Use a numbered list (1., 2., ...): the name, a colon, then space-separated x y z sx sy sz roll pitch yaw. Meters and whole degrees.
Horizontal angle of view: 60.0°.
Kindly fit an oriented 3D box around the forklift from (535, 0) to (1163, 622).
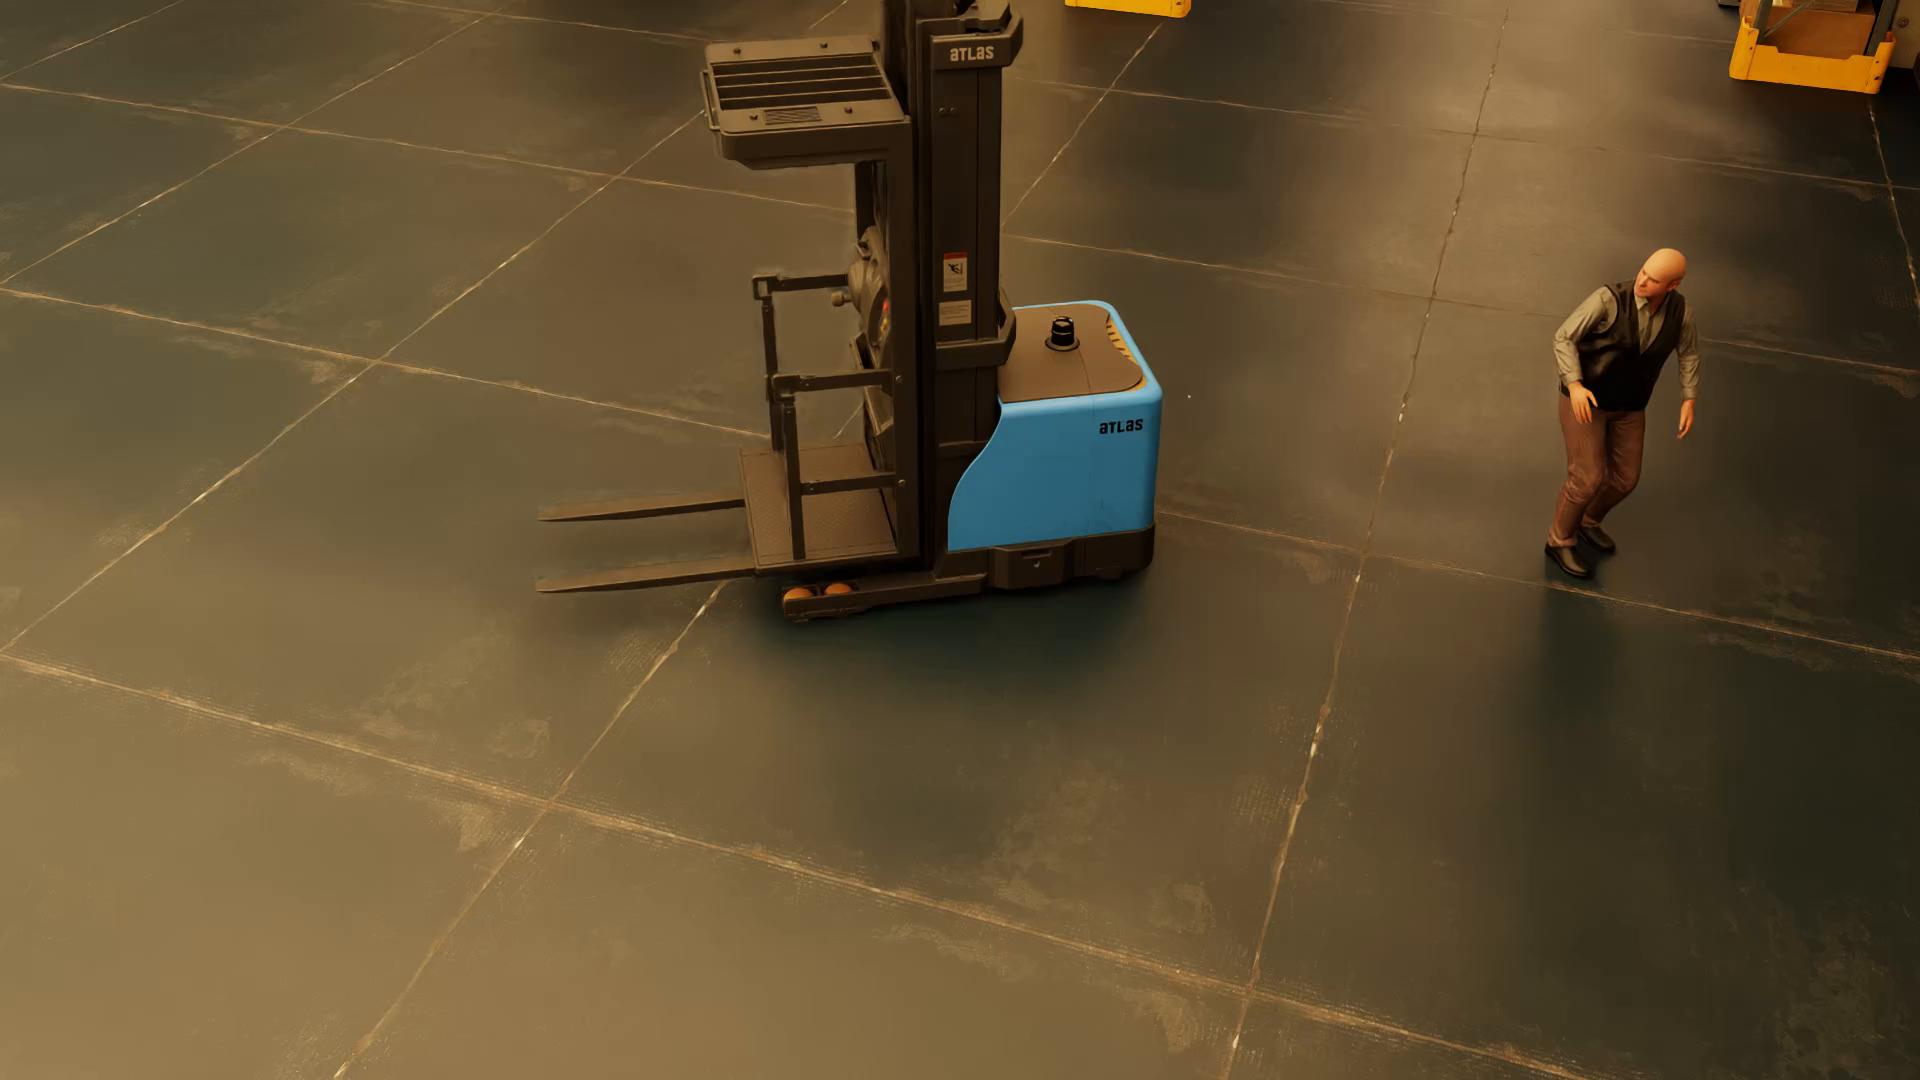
1. forklift: -0.599 -1.128 7.702 3.031 2.935 1.130 -6 36 -9

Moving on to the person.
1. person: 3.232 -0.643 8.107 0.731 1.687 0.516 -7 36 -9
